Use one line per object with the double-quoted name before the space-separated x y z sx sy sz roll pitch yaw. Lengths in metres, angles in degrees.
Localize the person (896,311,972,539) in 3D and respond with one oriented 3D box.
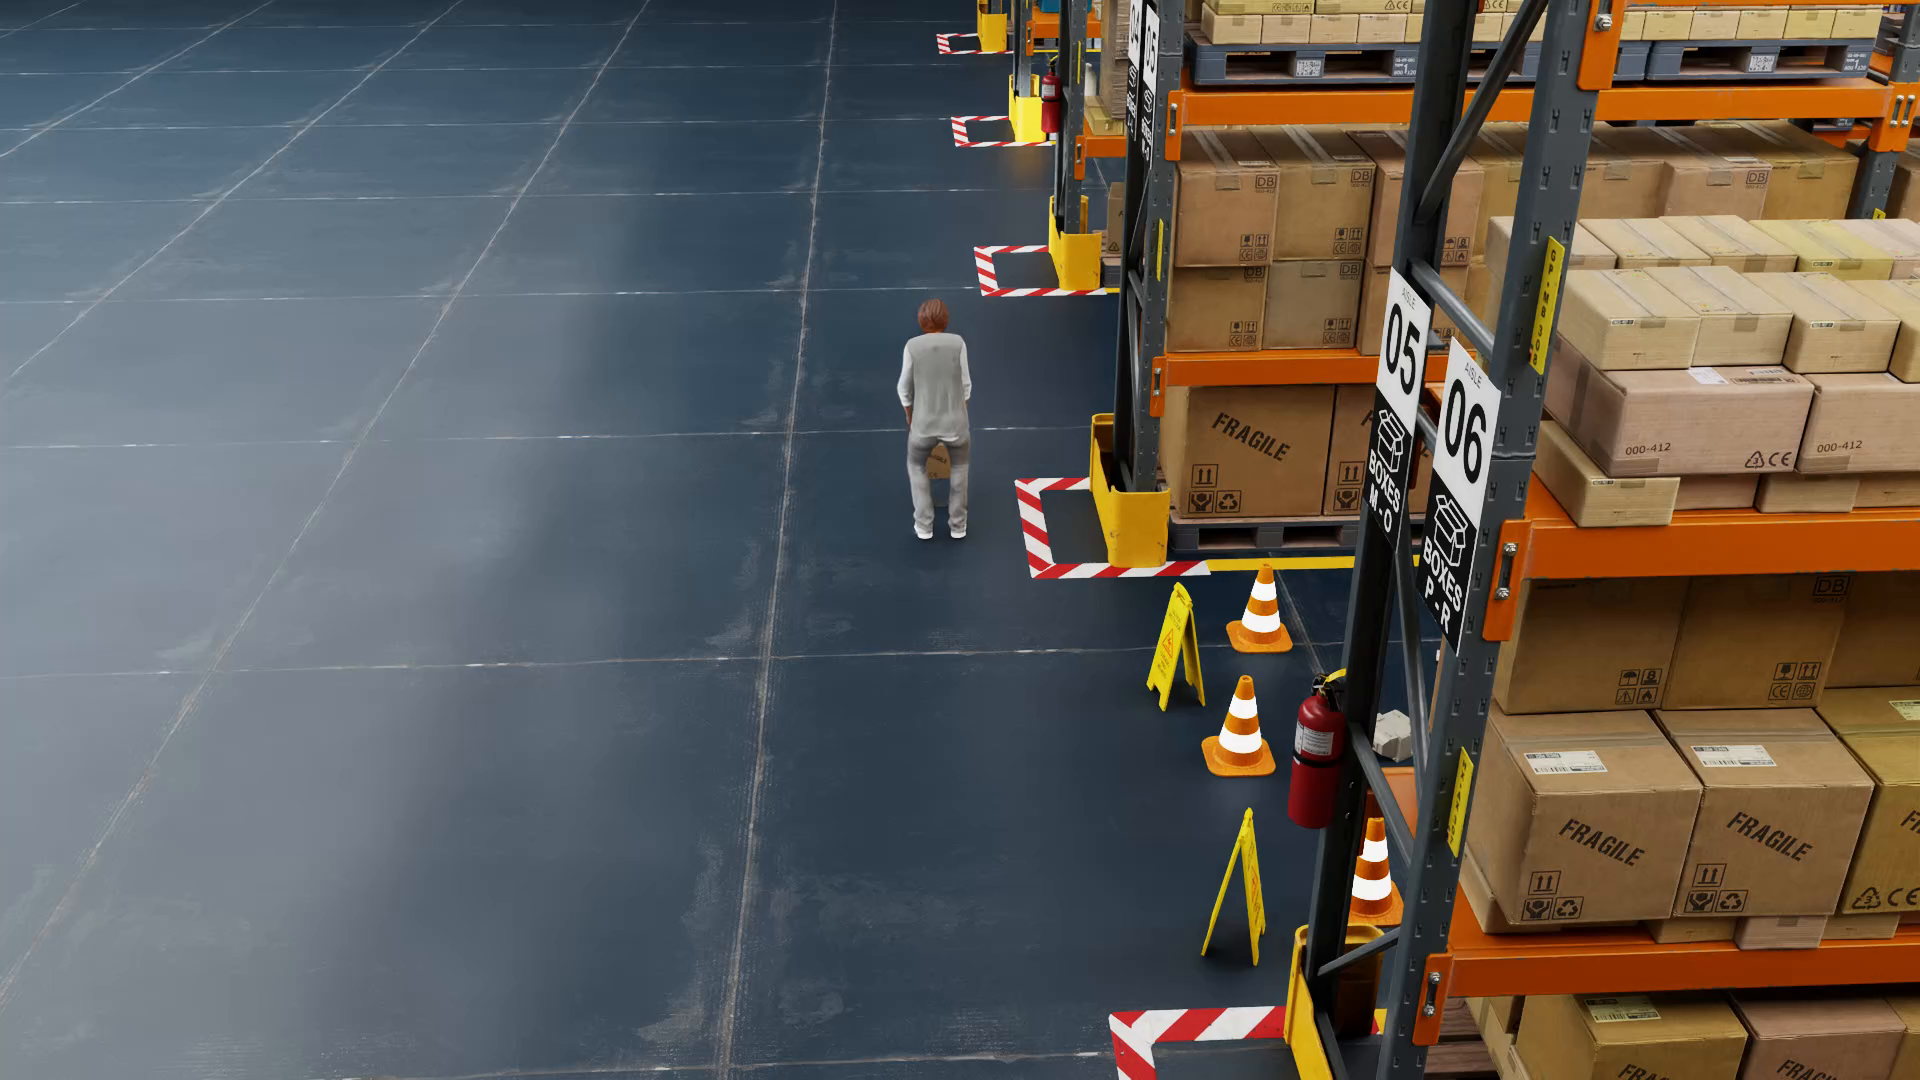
"person" -0.155 -0.665 10.146 0.460 1.361 0.599 -1 28 -2
